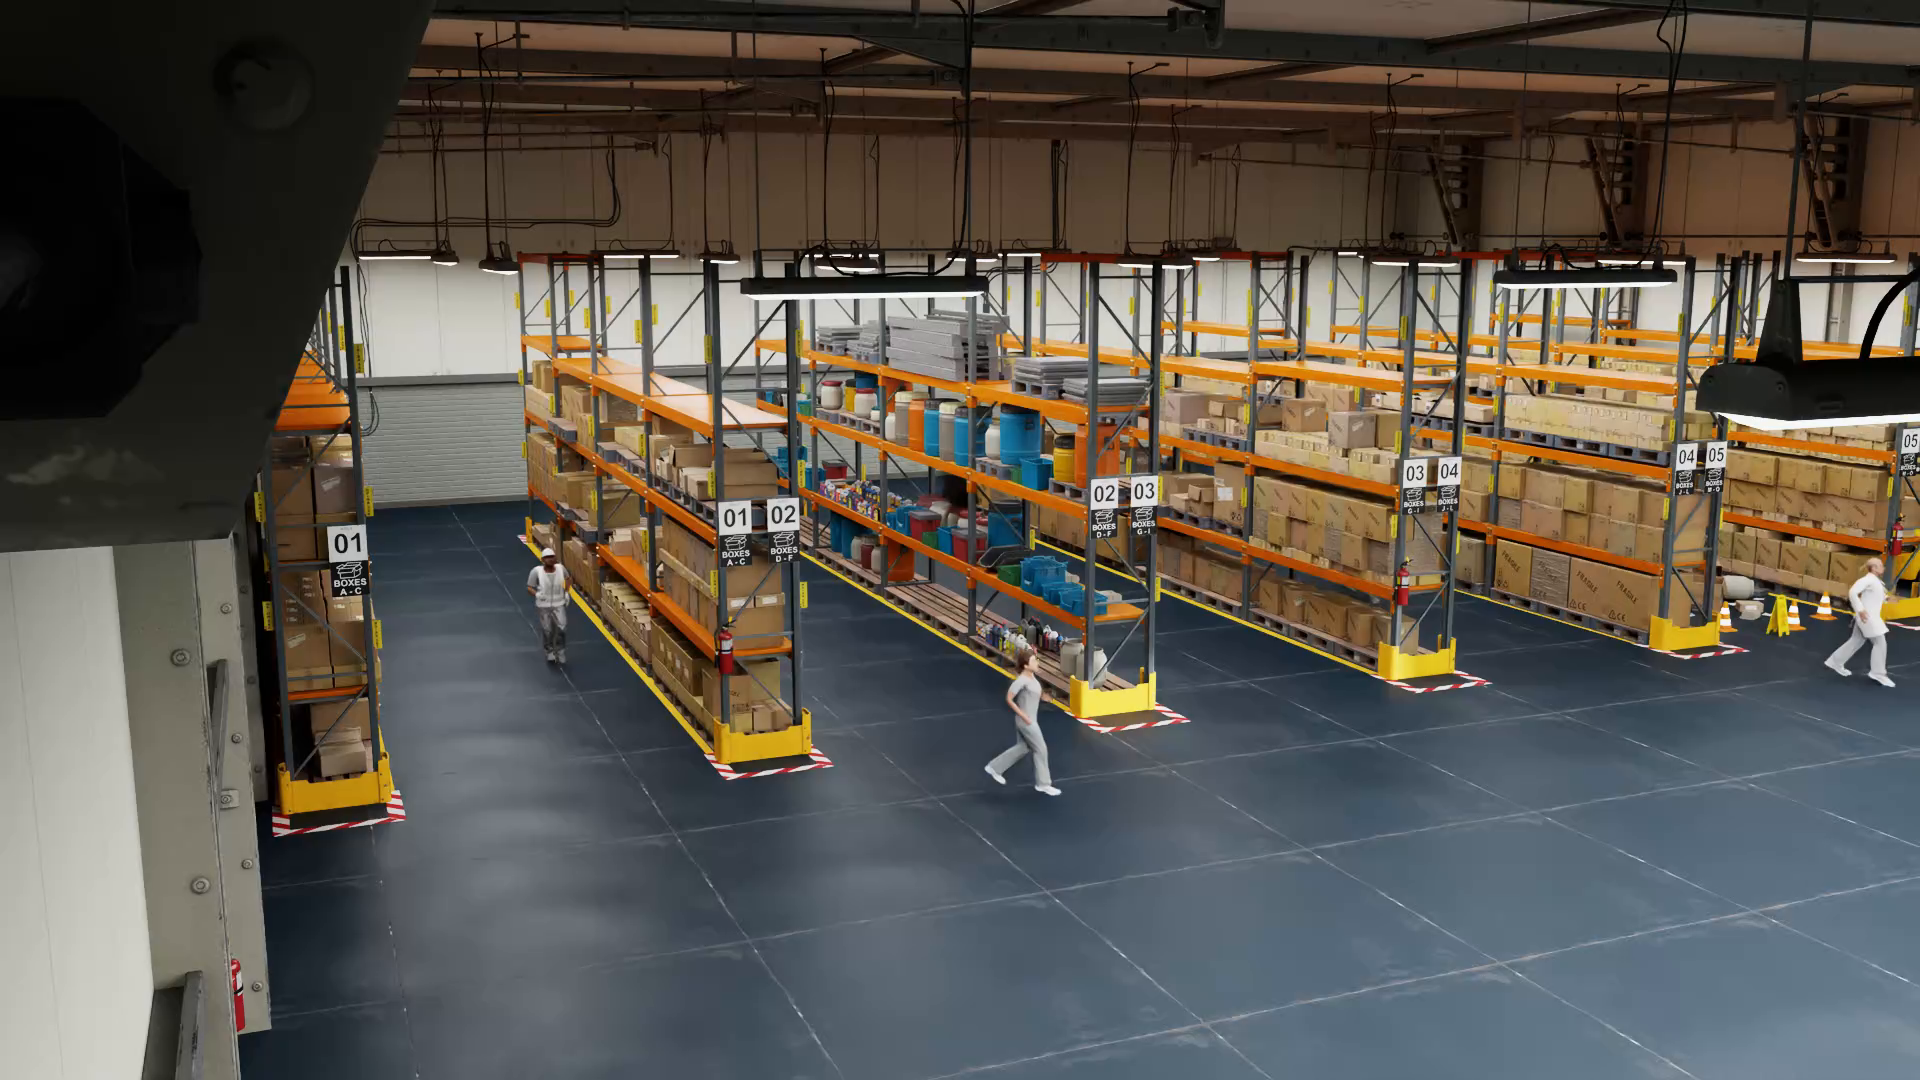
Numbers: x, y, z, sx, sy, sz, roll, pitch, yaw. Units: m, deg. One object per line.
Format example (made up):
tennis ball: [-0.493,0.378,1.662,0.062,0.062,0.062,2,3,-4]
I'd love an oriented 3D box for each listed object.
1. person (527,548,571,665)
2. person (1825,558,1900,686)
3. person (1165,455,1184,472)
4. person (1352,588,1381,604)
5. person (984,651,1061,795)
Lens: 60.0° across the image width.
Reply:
person: [-6.076,0.996,24.700,0.669,1.773,0.676,-4,11,-20]
person: [12.969,1.148,23.837,0.915,1.827,0.693,5,11,23]
person: [5.470,-2.115,41.801,0.639,1.750,0.707,-4,11,-19]
person: [7.176,0.208,29.224,0.603,1.710,0.821,-5,12,-25]
person: [0.725,2.081,19.042,0.891,1.680,0.558,1,10,7]
